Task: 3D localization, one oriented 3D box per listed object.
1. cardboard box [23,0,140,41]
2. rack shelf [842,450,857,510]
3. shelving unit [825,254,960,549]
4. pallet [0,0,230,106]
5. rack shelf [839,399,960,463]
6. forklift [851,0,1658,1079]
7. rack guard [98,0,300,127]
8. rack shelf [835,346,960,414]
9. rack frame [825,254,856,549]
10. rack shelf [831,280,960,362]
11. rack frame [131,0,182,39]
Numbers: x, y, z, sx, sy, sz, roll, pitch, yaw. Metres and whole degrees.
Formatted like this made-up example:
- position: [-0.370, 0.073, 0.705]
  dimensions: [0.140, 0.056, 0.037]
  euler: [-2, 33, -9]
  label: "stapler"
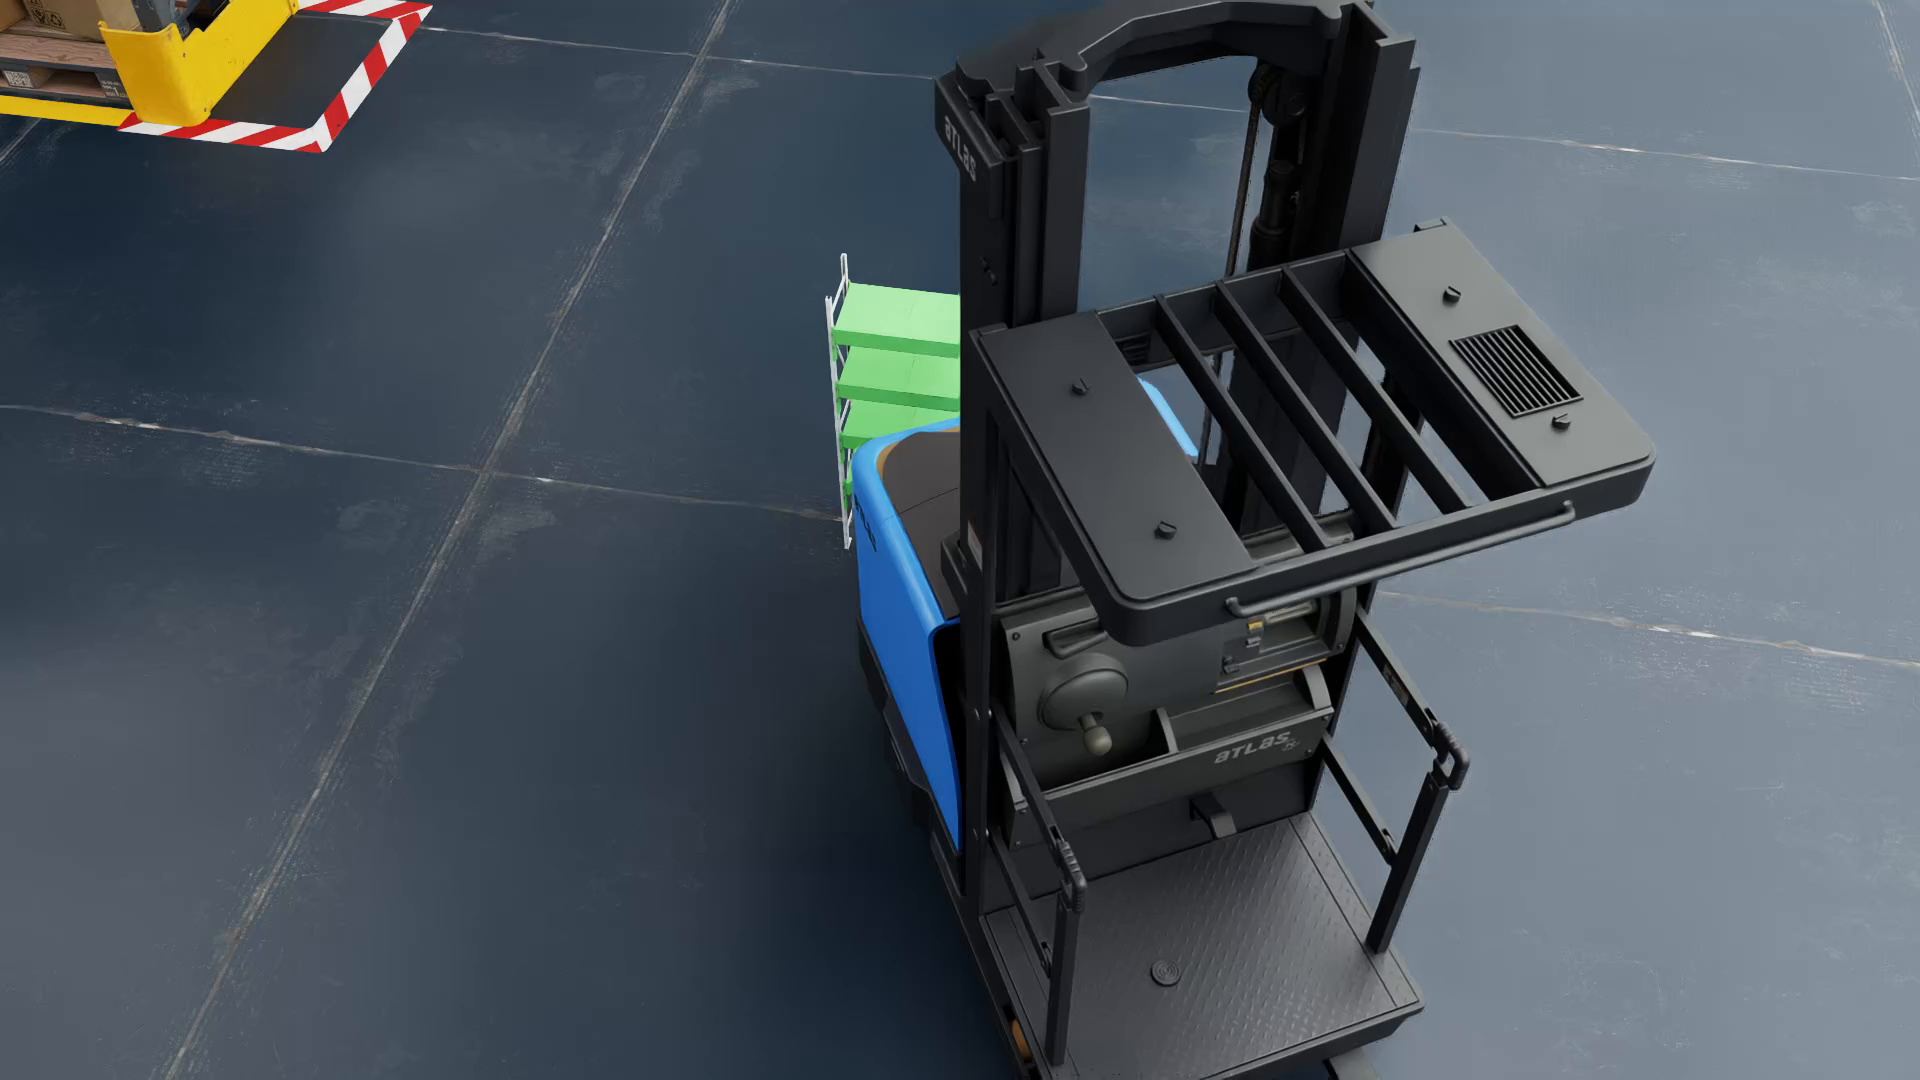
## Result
- position: [-4.285, -2.833, 8.177]
  dimensions: [0.500, 0.500, 0.500]
  euler: [16, 50, 14]
  label: "cardboard box"
- position: [-0.163, -0.220, 6.049]
  dimensions: [0.480, 0.148, 0.258]
  euler: [8, 49, 7]
  label: "rack shelf"
- position: [-0.163, -0.423, 5.823]
  dimensions: [0.503, 1.200, 0.258]
  euler: [8, 49, 7]
  label: "shelving unit"
- position: [-4.541, -2.645, 8.484]
  dimensions: [1.213, 0.211, 1.003]
  euler: [8, 49, 7]
  label: "pallet"
- position: [-0.163, -0.380, 5.871]
  dimensions: [0.480, 0.148, 0.258]
  euler: [8, 49, 7]
  label: "rack shelf"
- position: [0.629, 0.352, 3.963]
  dimensions: [1.130, 2.935, 3.031]
  euler: [-15, 50, -13]
  label: "forklift"
- position: [-3.748, -2.608, 8.257]
  dimensions: [0.348, 0.500, 1.175]
  euler: [8, 49, 7]
  label: "rack guard"
- position: [-0.163, -0.541, 5.692]
  dimensions: [0.480, 0.148, 0.258]
  euler: [8, 49, 7]
  label: "rack shelf"
- position: [-0.403, -0.455, 5.852]
  dimensions: [0.015, 1.200, 0.240]
  euler: [8, 49, 7]
  label: "rack frame"
- position: [-0.163, -0.701, 5.514]
  dimensions: [0.480, 0.148, 0.258]
  euler: [8, 49, 7]
  label: "rack shelf"
- position: [-3.673, -3.433, 7.318]
  dimensions: [0.127, 3.000, 1.000]
  euler: [8, 49, 7]
  label: "rack frame"
